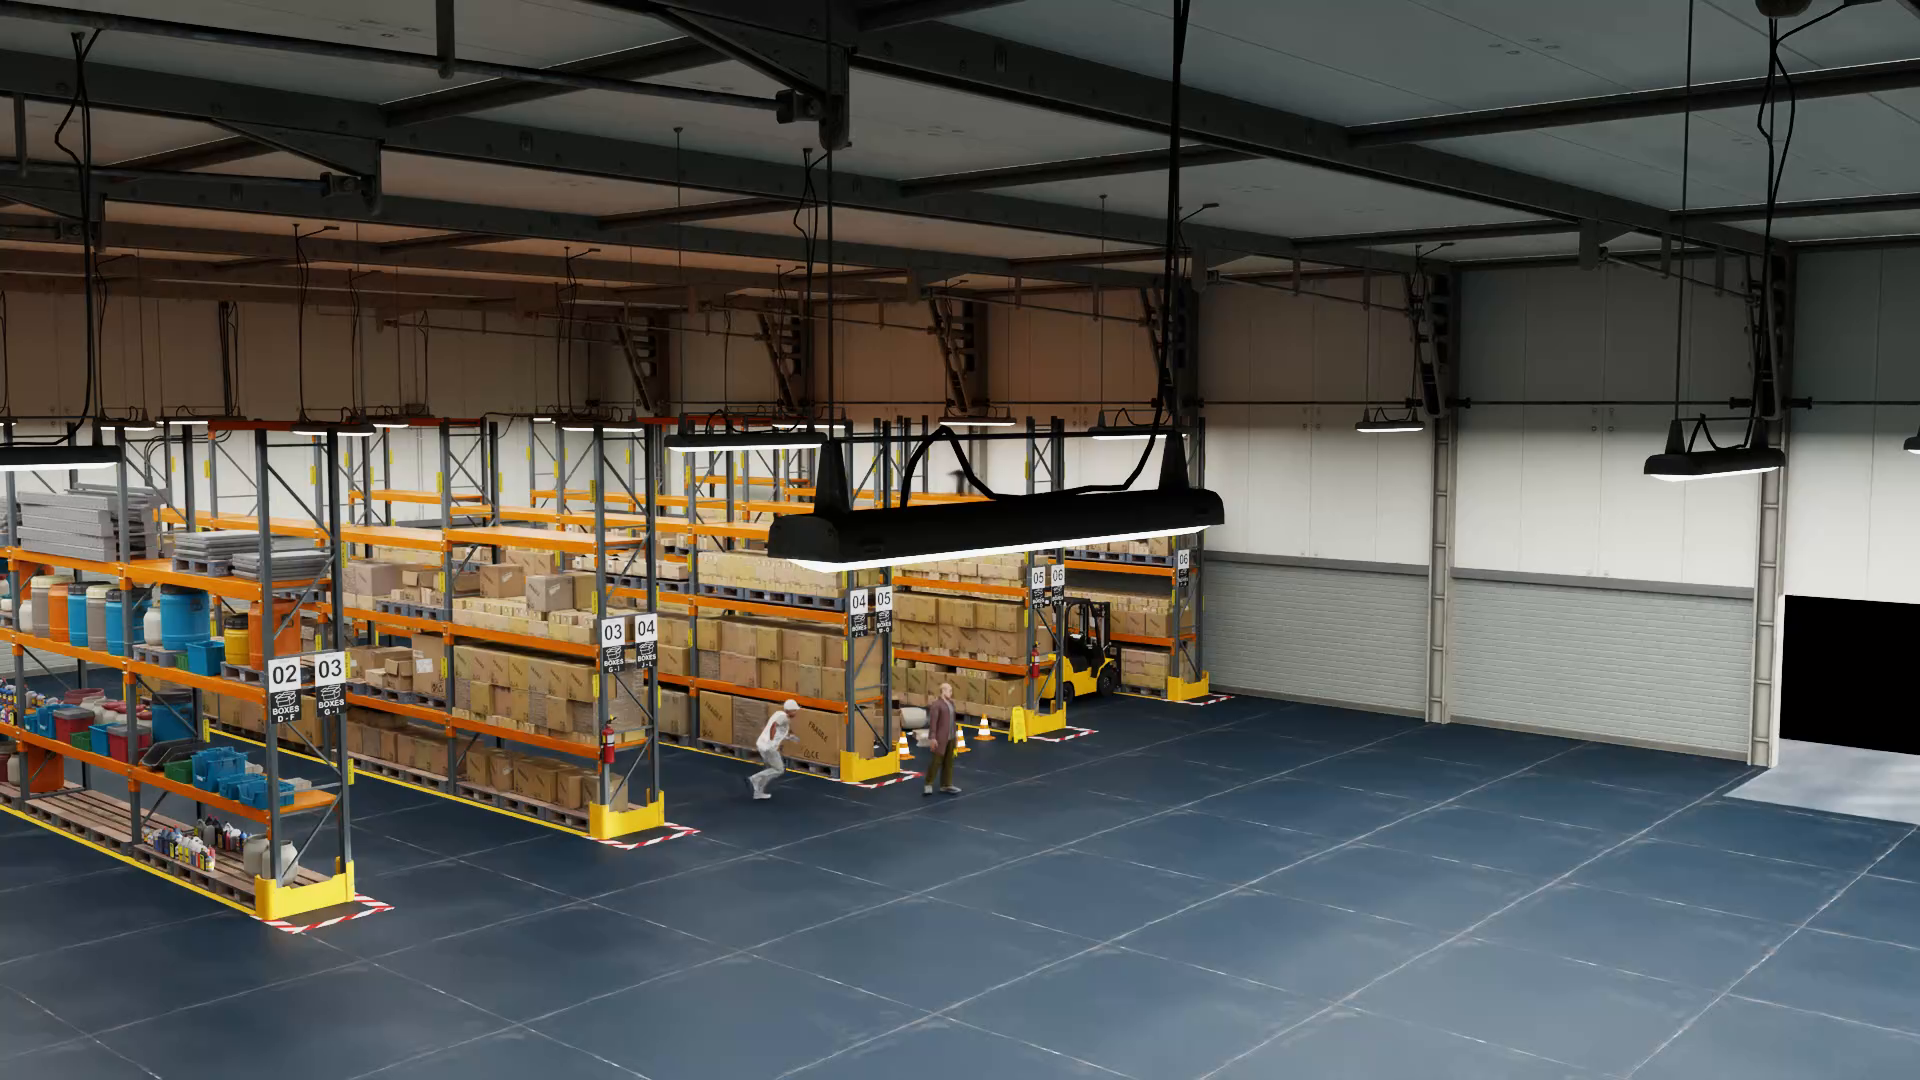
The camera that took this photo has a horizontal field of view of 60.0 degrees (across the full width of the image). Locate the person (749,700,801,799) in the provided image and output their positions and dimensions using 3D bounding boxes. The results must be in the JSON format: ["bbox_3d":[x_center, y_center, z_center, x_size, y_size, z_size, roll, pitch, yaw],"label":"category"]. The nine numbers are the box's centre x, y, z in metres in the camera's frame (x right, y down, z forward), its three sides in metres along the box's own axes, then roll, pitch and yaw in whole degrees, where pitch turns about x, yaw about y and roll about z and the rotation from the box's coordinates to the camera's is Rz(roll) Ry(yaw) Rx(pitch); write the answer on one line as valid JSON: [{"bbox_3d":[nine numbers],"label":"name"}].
[{"bbox_3d":[-2.944,3.343,26.470,0.839,1.586,0.719,-1,5,-12],"label":"person"}]

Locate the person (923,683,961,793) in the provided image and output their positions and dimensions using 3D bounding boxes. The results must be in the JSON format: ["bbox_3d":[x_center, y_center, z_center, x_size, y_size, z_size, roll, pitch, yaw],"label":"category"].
[{"bbox_3d":[-0.302,3.210,26.920,0.557,1.785,0.664,3,6,34],"label":"person"}]
